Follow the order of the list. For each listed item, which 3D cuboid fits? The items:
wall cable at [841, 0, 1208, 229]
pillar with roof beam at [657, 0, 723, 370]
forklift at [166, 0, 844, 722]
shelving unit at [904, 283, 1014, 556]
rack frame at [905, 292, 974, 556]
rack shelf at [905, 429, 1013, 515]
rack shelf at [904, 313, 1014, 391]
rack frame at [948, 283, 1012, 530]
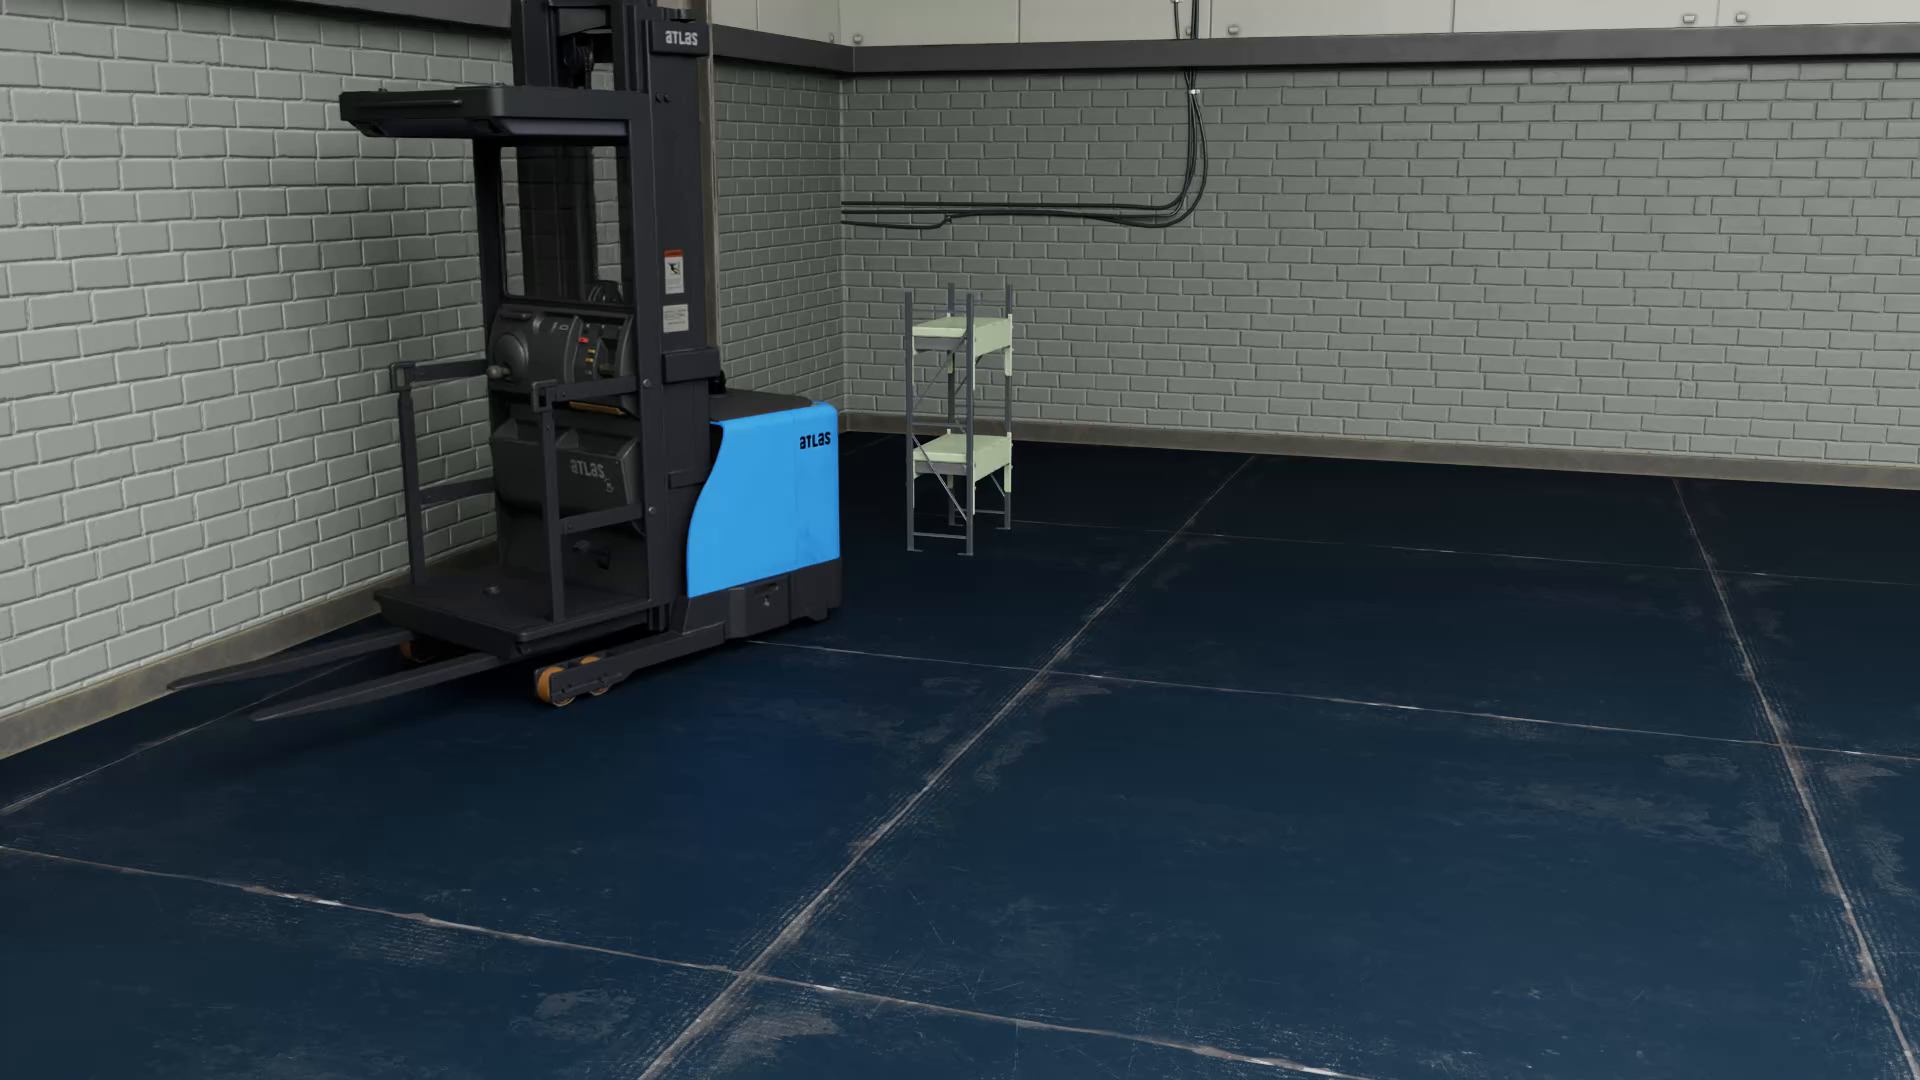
[{"bbox_3d":[0.403,-3.684,12.885,3.097,2.526,0.112,4,14,18],"label":"wall cable"},{"bbox_3d":[2.272,-4.363,8.881,9.100,9.000,0.400,4,14,18],"label":"pillar with roof beam"},{"bbox_3d":[-1.893,-0.858,7.160,1.130,2.935,3.031,10,16,38],"label":"forklift"},{"bbox_3d":[0.002,-0.733,9.827,0.431,1.500,0.755,4,14,18],"label":"shelving unit"},{"bbox_3d":[-0.116,-0.656,9.490,0.400,1.500,0.023,4,14,18],"label":"rack frame"},{"bbox_3d":[0.002,-0.415,9.900,0.431,0.370,0.720,4,14,18],"label":"rack shelf"},{"bbox_3d":[0.002,-1.113,9.740,0.431,0.370,0.720,4,14,18],"label":"rack shelf"},{"bbox_3d":[0.121,-0.810,10.165,0.400,1.500,0.023,4,14,18],"label":"rack frame"}]
